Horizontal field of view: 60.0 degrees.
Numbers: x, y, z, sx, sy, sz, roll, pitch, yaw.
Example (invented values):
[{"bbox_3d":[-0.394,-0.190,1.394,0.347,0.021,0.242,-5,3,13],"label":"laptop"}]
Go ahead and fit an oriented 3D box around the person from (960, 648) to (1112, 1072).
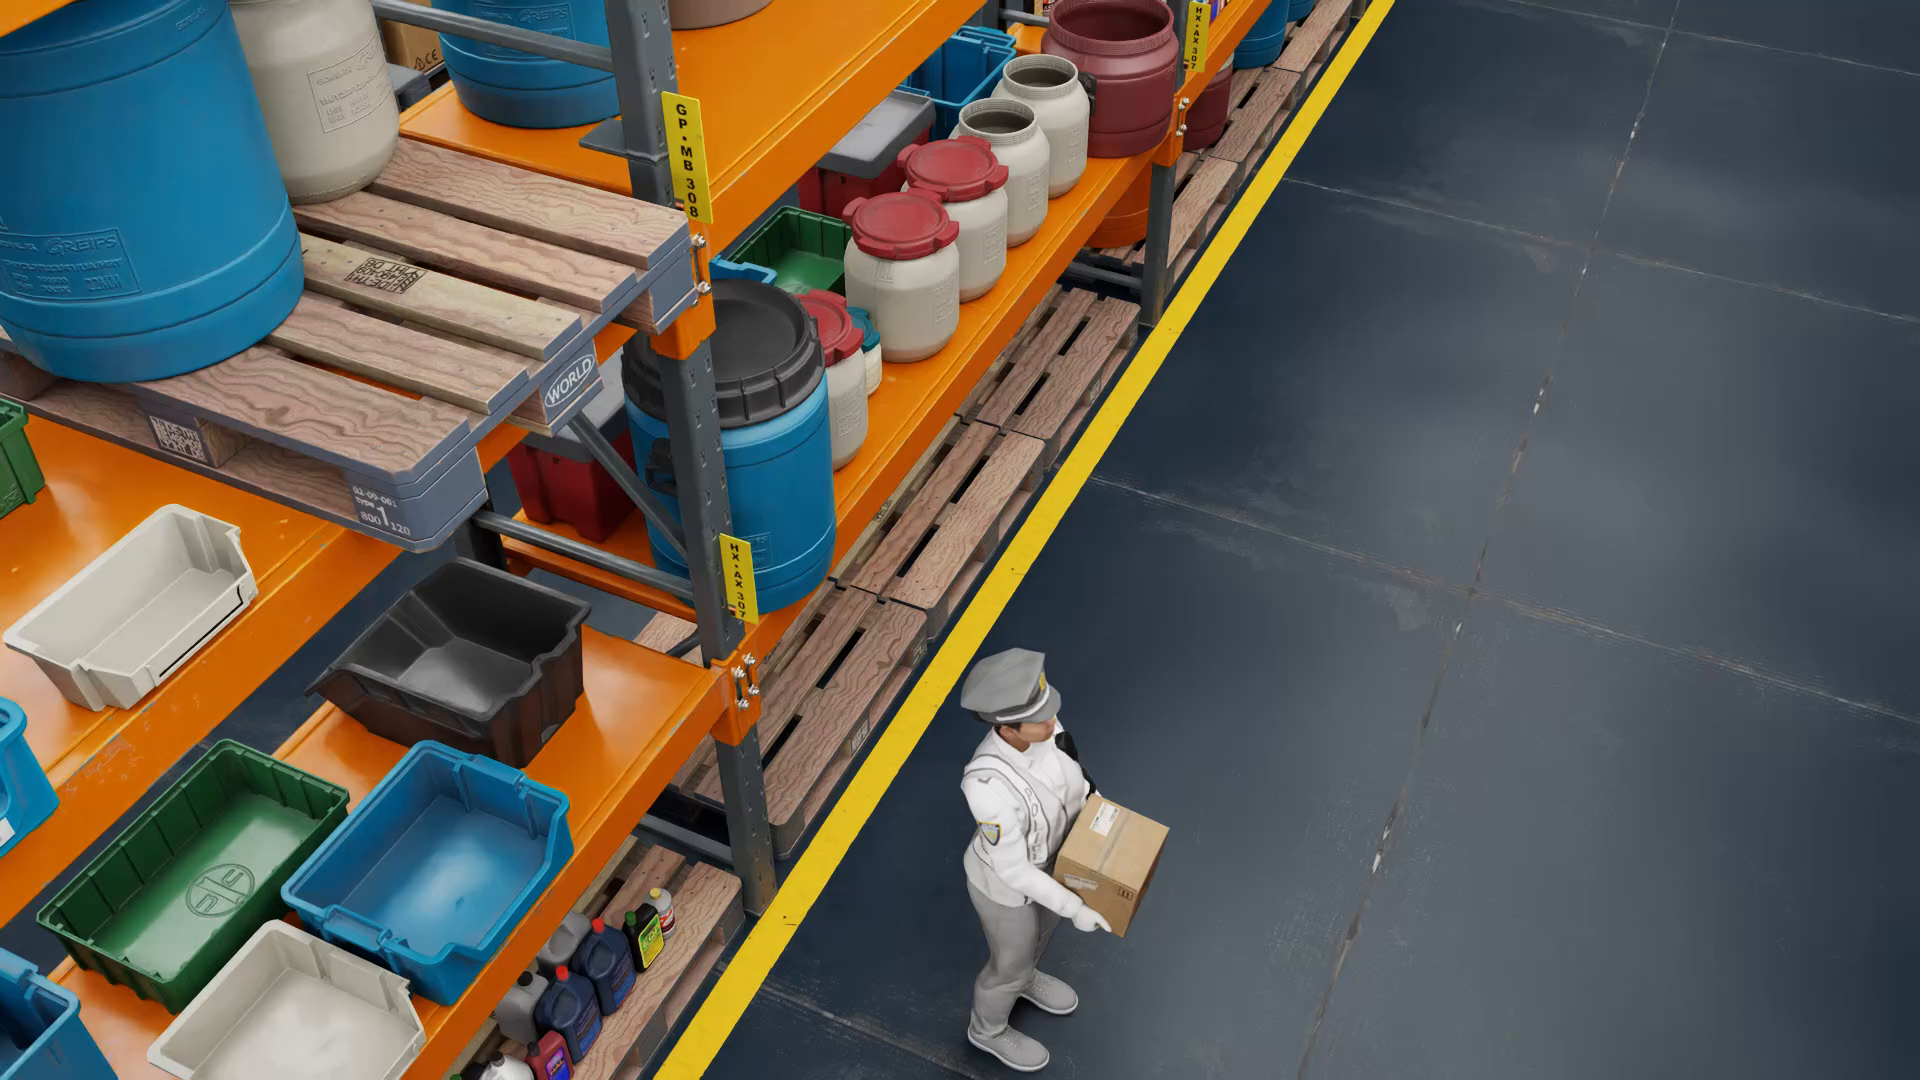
[{"bbox_3d":[0.254,1.013,5.029,0.540,1.689,0.460,18,45,19],"label":"person"}]
